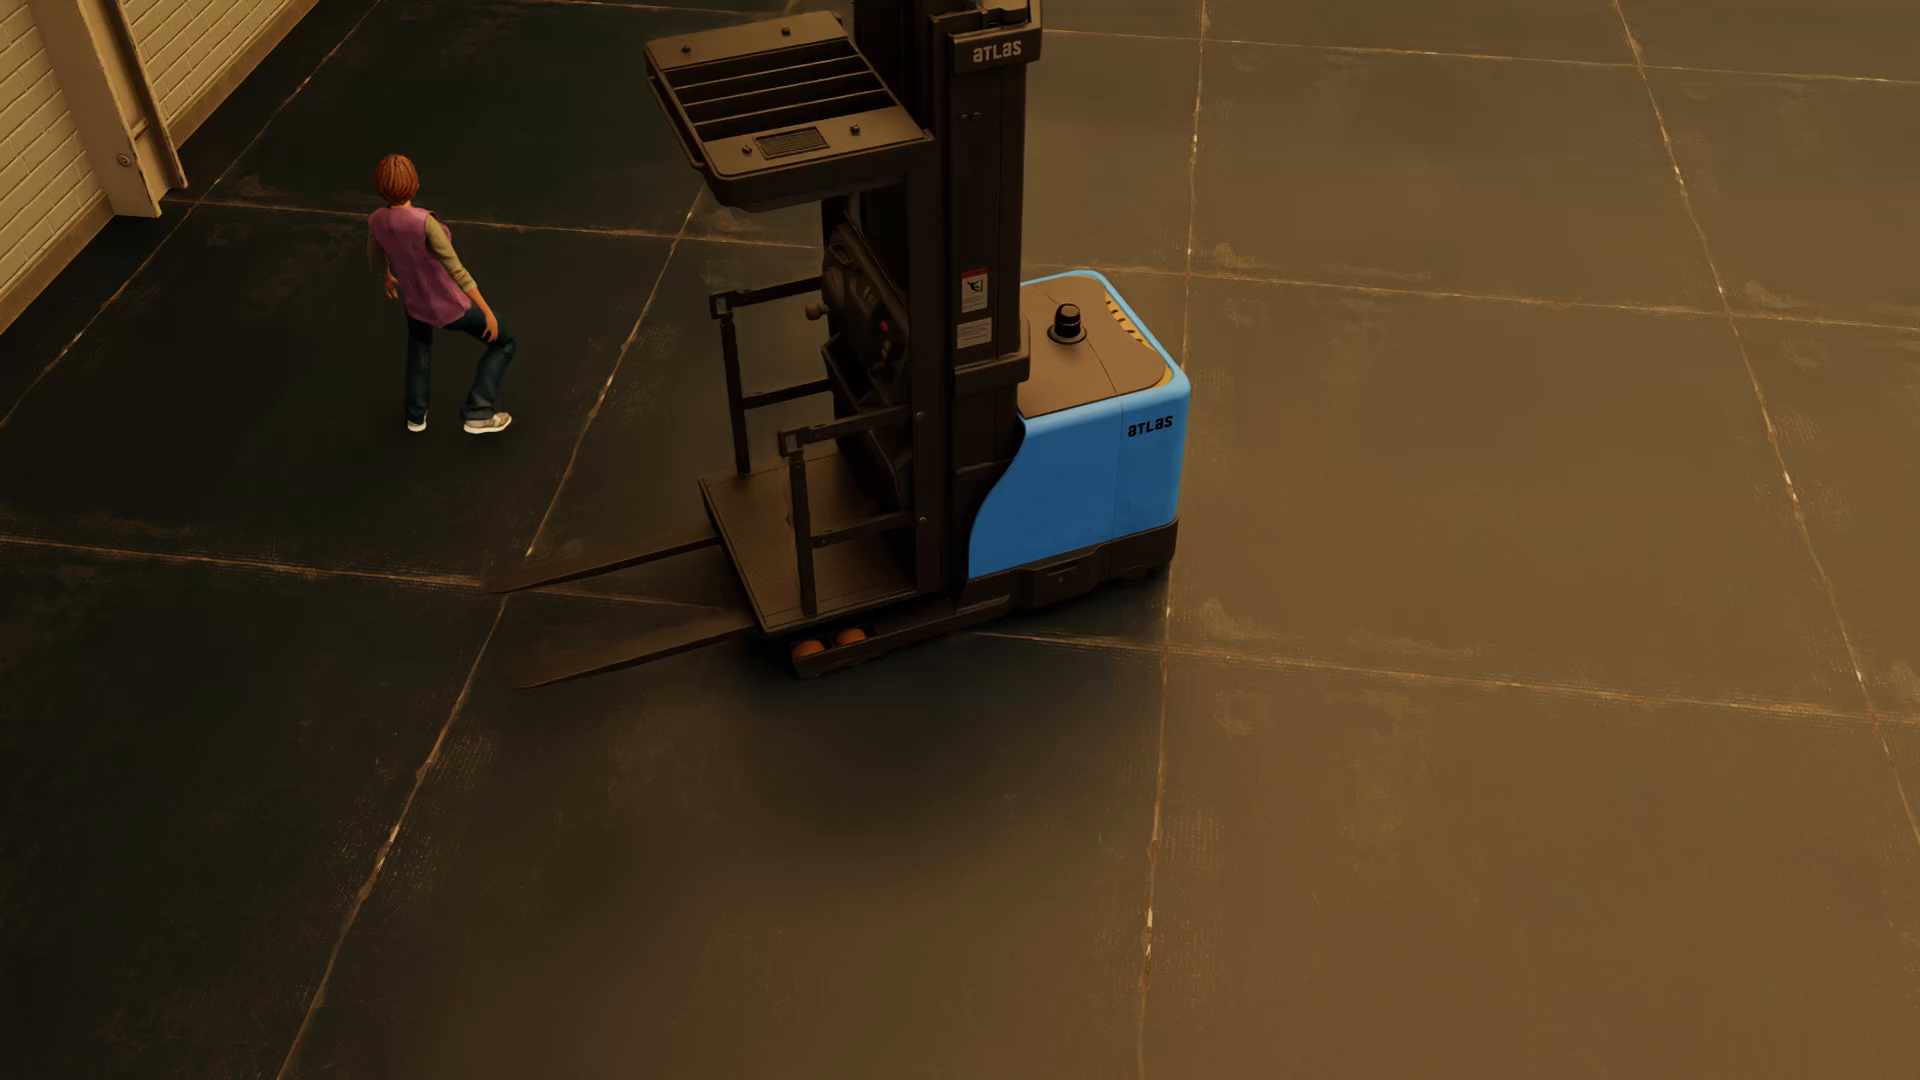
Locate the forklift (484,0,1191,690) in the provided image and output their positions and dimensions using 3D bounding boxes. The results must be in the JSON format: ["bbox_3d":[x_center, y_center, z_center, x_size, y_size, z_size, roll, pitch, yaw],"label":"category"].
[{"bbox_3d":[-0.572,-0.887,6.690,3.031,2.935,1.130,-15,45,-16],"label":"forklift"}]

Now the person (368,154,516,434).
[{"bbox_3d":[-2.520,-1.168,8.057,0.764,1.511,0.447,18,45,18],"label":"person"}]
